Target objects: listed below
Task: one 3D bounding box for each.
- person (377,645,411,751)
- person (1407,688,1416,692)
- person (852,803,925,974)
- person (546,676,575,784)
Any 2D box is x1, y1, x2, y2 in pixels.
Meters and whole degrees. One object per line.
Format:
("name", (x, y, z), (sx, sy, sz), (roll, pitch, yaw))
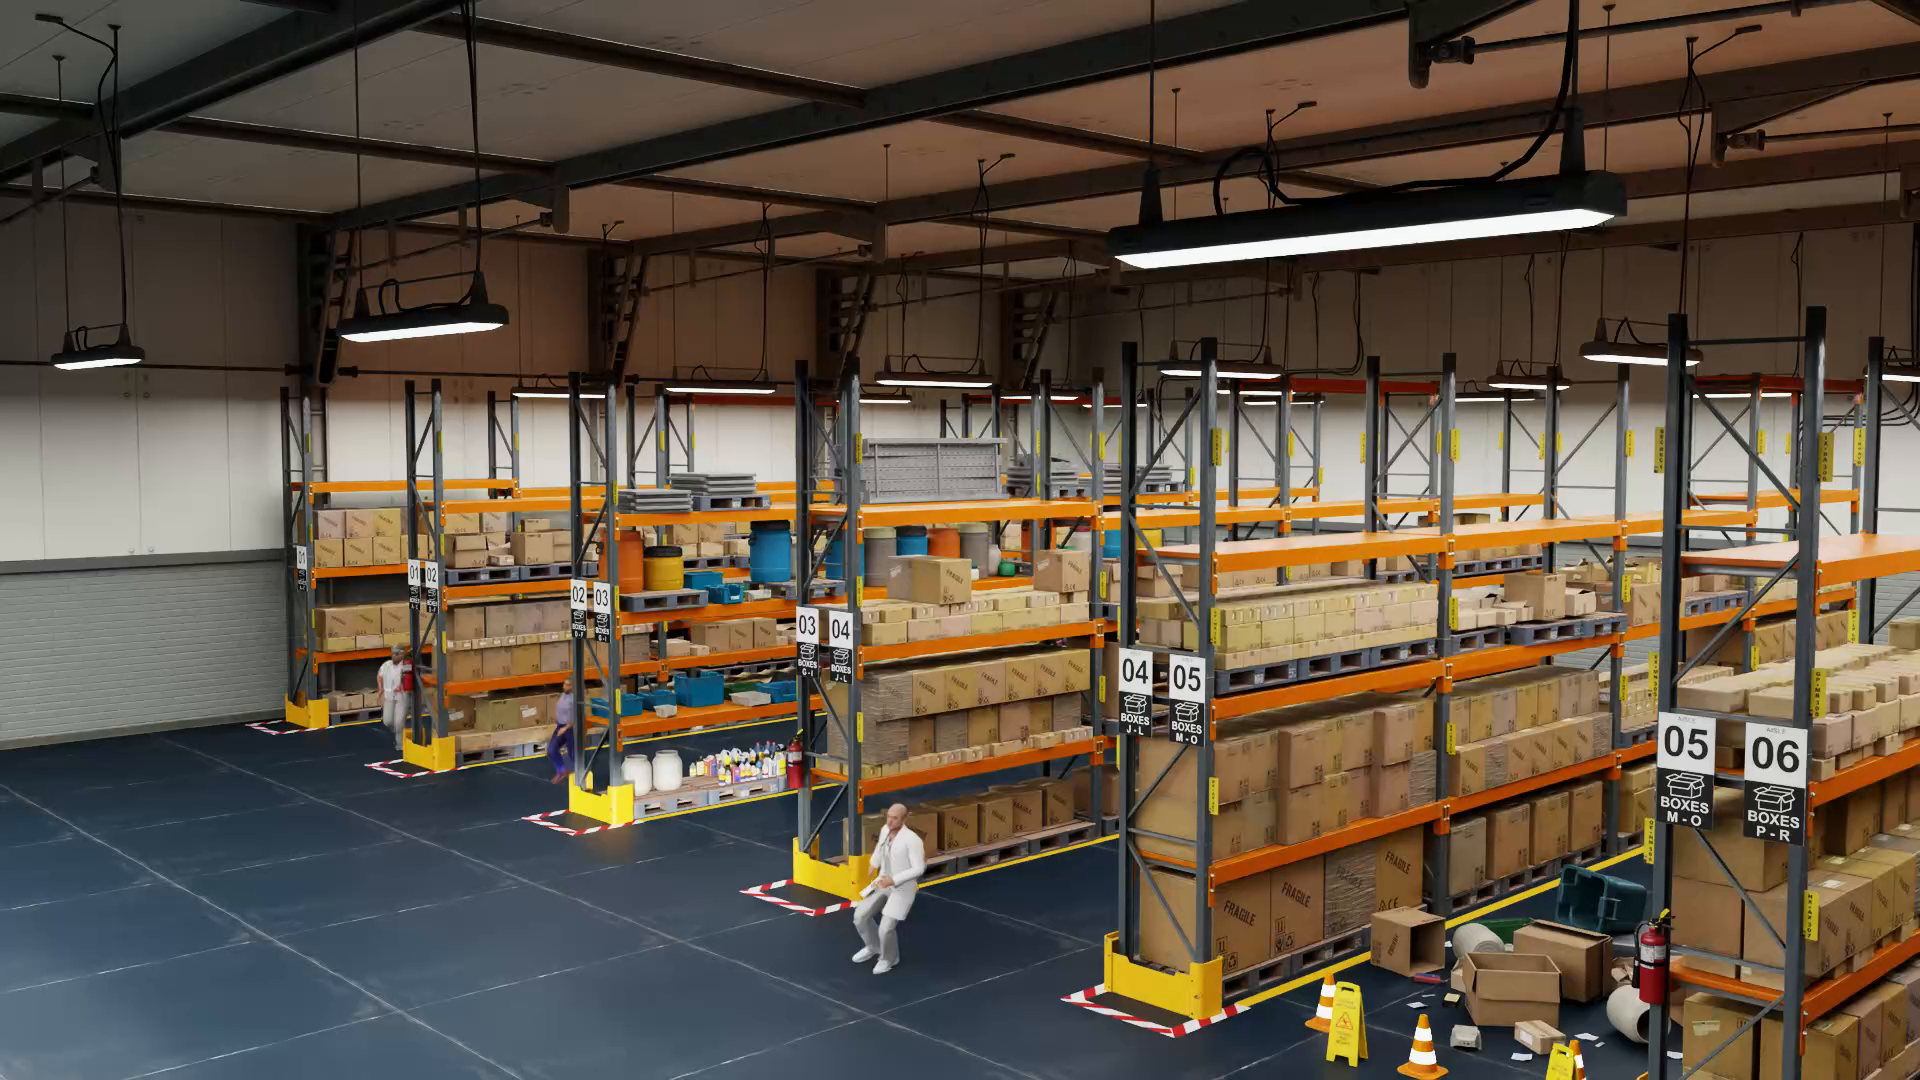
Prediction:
("person", (-9.224, 2.570, 27.187), (0.685, 1.742, 0.611), (0, 4, -2))
("person", (6.229, 2.864, 23.260), (0.563, 1.629, 0.703), (-2, 4, -29))
("person", (-0.700, 3.337, 15.832), (0.893, 1.703, 0.710), (3, 4, 35))
("person", (-5.726, 2.782, 24.227), (0.624, 1.614, 0.662), (3, 4, 36))
